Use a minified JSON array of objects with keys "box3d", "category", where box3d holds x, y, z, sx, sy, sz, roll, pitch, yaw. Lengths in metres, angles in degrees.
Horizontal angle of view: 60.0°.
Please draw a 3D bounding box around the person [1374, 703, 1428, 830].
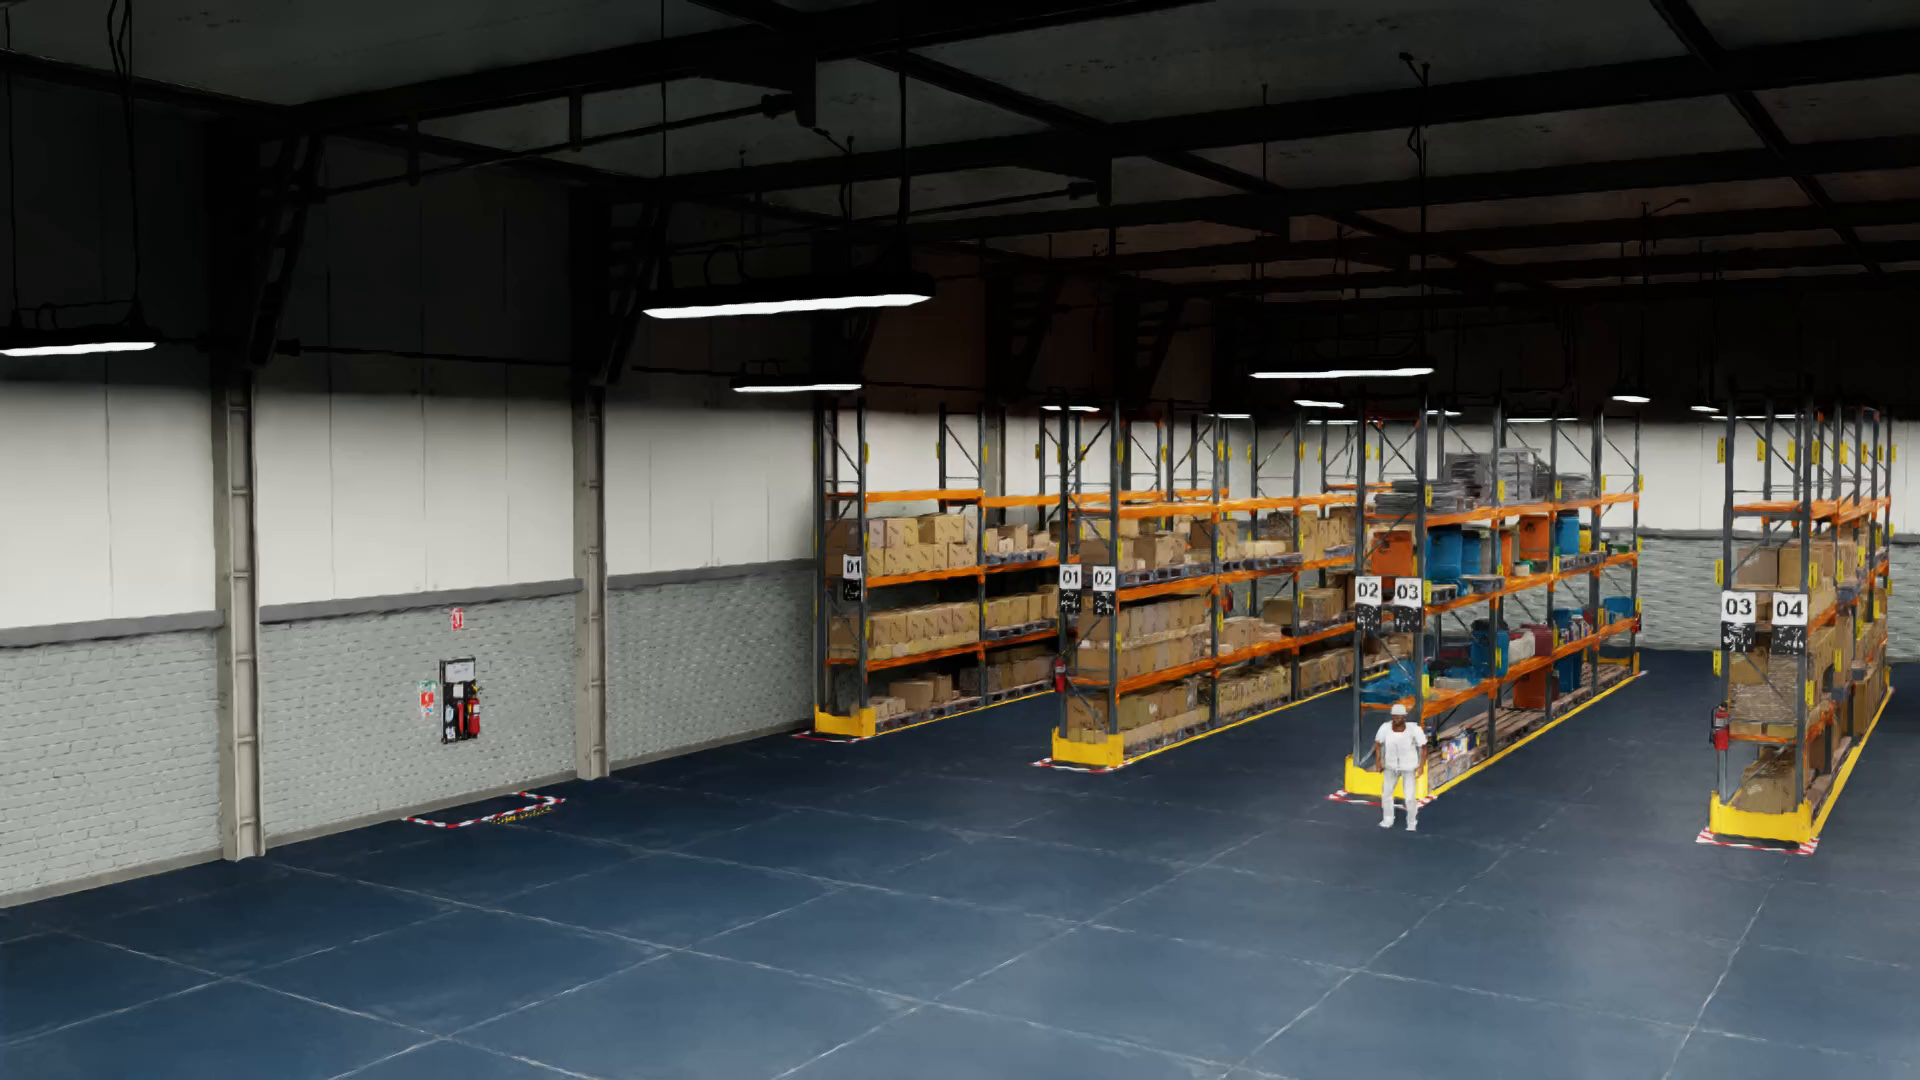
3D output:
[{"box3d":[5.815,2.998,21.988,0.719,1.714,0.578,2,3,30],"category":"person"}]
